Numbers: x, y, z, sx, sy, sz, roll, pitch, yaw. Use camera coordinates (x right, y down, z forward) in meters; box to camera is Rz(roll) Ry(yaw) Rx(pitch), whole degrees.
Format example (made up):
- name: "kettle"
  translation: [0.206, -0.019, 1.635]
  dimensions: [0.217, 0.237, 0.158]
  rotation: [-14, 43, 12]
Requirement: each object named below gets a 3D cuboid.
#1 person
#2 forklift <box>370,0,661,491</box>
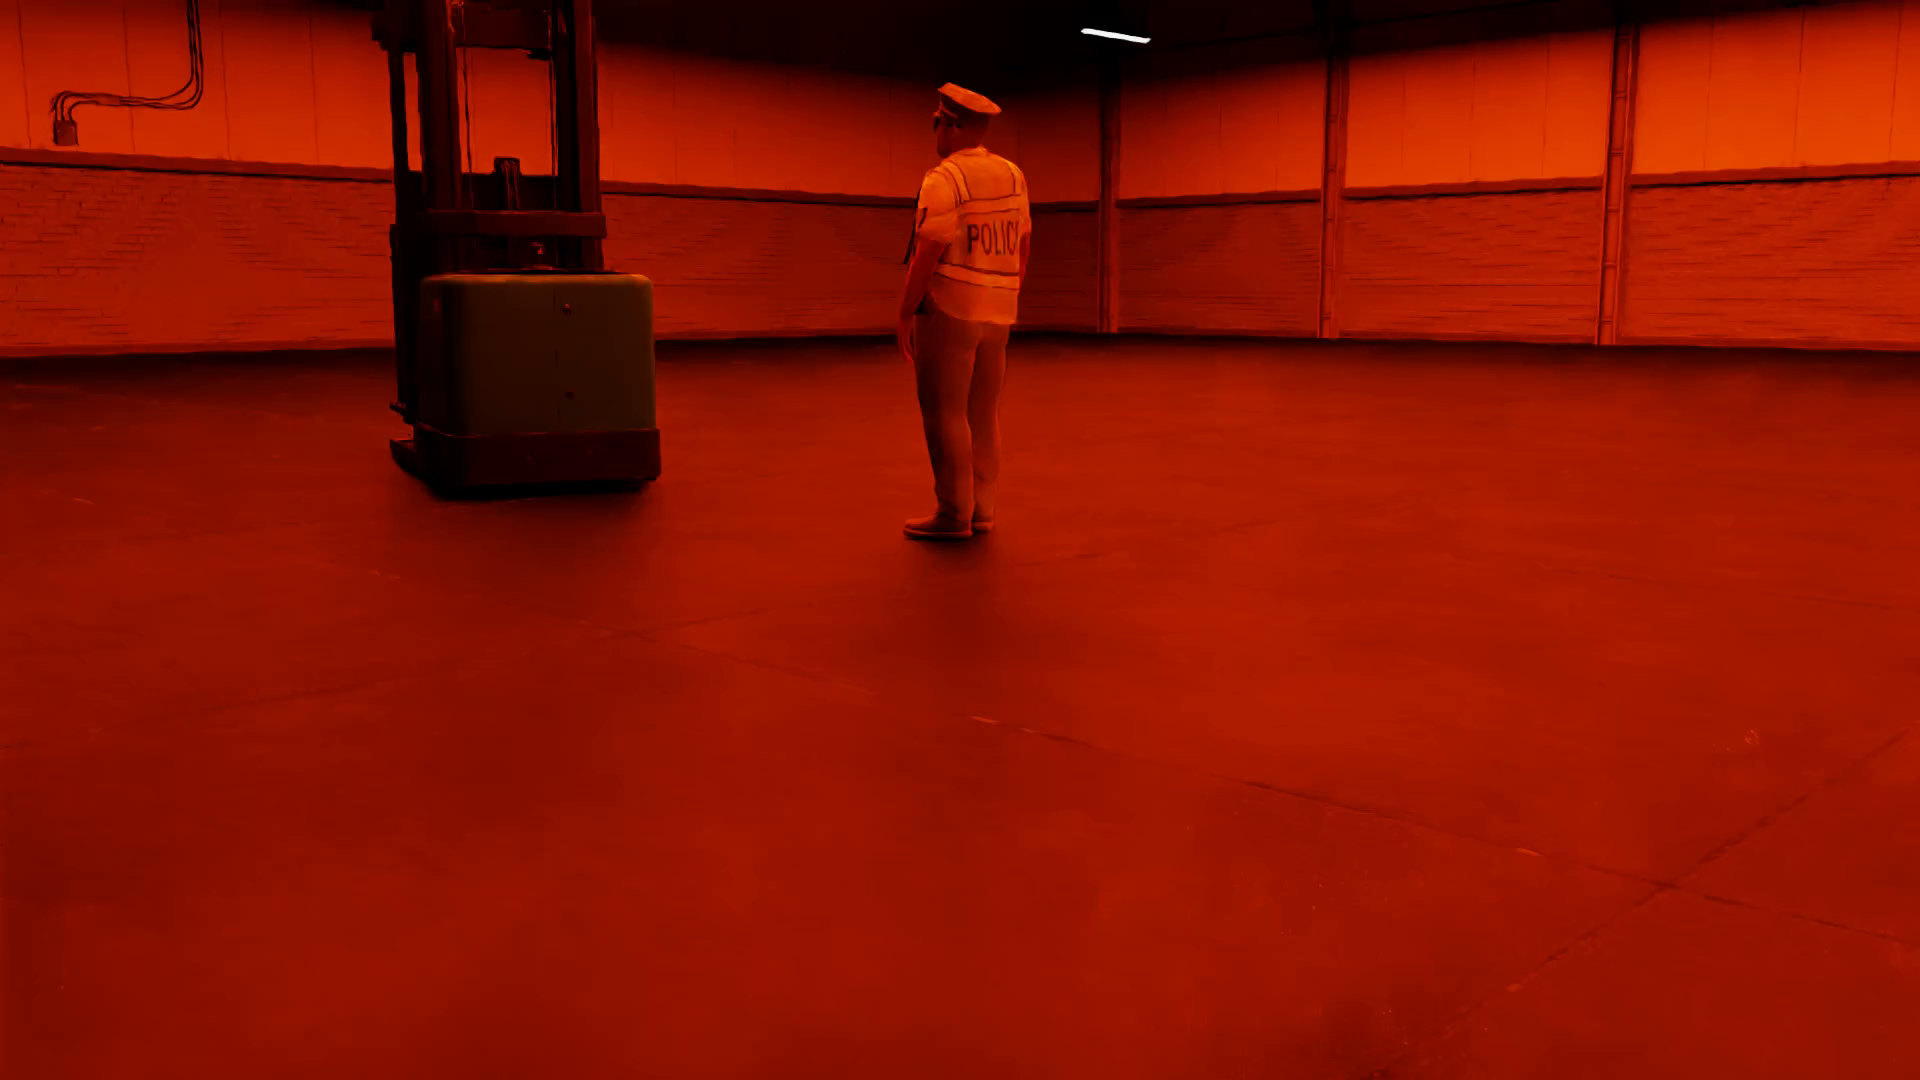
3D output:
- name: "person"
  translation: [-0.048, -0.896, 6.646]
  dimensions: [0.574, 1.777, 0.640]
  rotation: [8, 12, 43]
- name: "forklift"
  translation: [-2.617, -1.869, 9.287]
  dimensions: [1.130, 2.935, 3.031]
  rotation: [-4, 10, -26]
